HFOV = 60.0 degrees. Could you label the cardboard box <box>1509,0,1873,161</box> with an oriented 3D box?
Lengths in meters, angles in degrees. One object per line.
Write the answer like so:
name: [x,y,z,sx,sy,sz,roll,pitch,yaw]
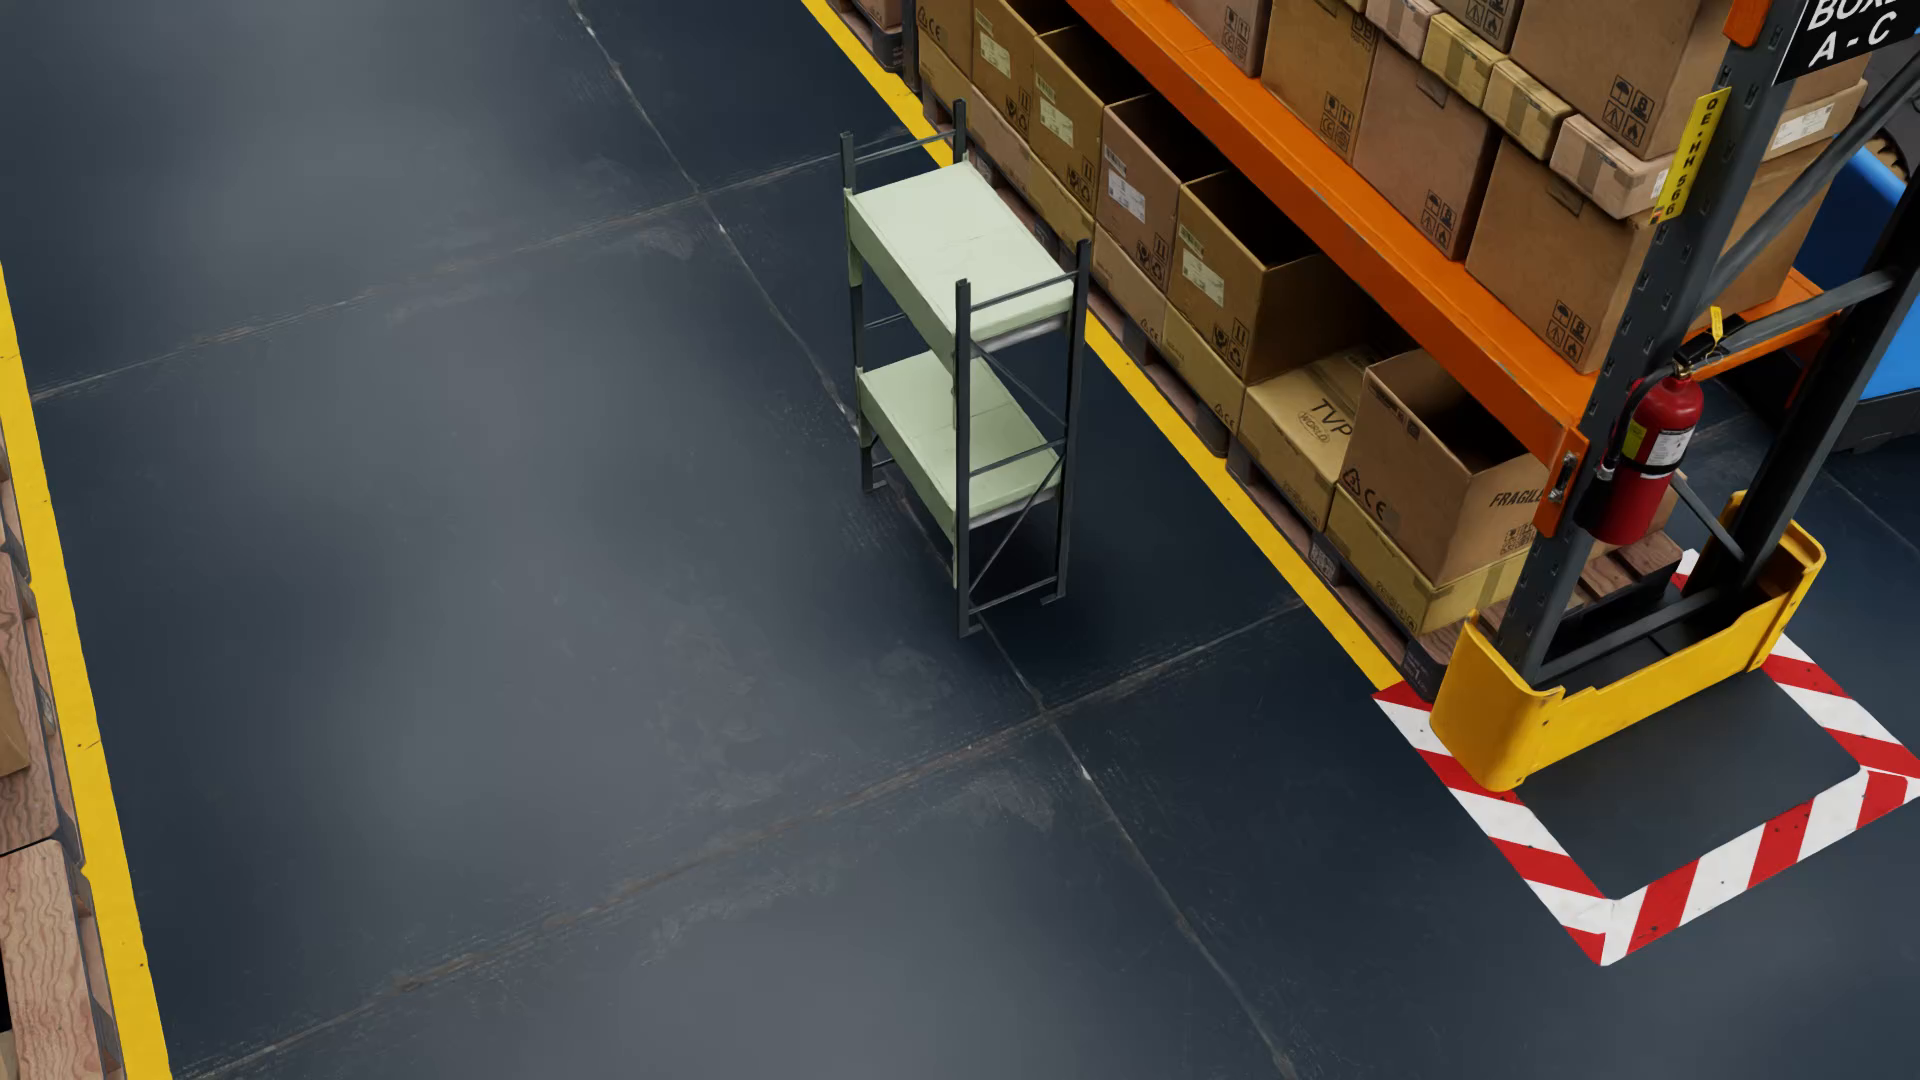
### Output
cardboard box: [1.817,-1.344,4.005,0.700,0.500,0.500,-21,52,-17]

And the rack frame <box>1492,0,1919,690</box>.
rack frame: [2.044,-0.532,4.223,1.000,3.000,0.127,-21,52,-18]

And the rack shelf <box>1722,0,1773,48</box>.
rack shelf: [1.129,-2.621,4.535,1.077,0.370,4.000,-21,52,-18]

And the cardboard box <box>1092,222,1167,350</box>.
cardboard box: [0.839,-1.022,6.199,0.500,0.250,0.500,-21,52,-18]

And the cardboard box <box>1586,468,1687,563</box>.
cardboard box: [1.996,-0.201,5.480,0.500,0.250,0.500,-21,52,-18]

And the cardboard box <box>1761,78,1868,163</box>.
cardboard box: [2.056,-1.115,4.235,0.380,0.149,0.250,-22,52,-18]

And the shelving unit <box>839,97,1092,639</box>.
shelving unit: [0.003,-0.489,5.182,0.431,1.500,0.755,-21,52,-18]

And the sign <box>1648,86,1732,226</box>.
sign: [1.555,-0.814,3.542,0.100,0.325,0.005,-21,52,-18]

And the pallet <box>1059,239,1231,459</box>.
pallet: [1.102,-0.927,6.420,1.003,0.211,1.213,-21,52,-18]

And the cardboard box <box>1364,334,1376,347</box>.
cardboard box: [1.536,-0.869,6.065,0.500,0.250,0.500,-21,52,-18]

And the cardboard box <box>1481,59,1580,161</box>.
cardboard box: [1.579,-1.143,4.260,0.380,0.149,0.250,-20,52,-17]

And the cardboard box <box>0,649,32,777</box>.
cardboard box: [-3.148,0.471,4.714,0.700,0.500,0.500,-24,53,-20]

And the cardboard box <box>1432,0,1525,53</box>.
cardboard box: [1.572,-1.695,4.311,0.700,0.500,0.500,-22,53,-18]

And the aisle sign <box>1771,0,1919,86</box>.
aisle sign: [1.813,-1.243,3.117,0.394,0.787,0.004,-21,52,-18]

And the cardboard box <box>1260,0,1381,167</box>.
cardboard box: [1.375,-1.566,5.060,0.700,0.500,0.500,-21,52,-17]

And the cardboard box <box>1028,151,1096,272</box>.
cardboard box: [0.605,-1.355,6.490,0.500,0.250,0.500,-21,52,-18]

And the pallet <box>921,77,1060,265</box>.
pallet: [0.540,-1.745,7.136,1.003,0.211,1.213,-21,52,-18]

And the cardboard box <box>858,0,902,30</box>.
cardboard box: [-0.234,-2.620,7.596,0.500,0.250,0.500,-22,52,-18]

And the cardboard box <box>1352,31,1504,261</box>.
cardboard box: [1.597,-1.232,4.768,0.700,0.500,0.500,-20,52,-17]

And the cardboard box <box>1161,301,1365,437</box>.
cardboard box: [1.066,-0.687,5.906,0.500,0.250,0.500,-21,52,-18]

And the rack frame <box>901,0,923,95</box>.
rack frame: [0.213,-3.209,6.564,1.000,3.000,0.127,-21,52,-18]

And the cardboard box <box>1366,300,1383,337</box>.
cardboard box: [1.525,-1.112,5.779,0.500,0.500,0.500,-21,52,-18]

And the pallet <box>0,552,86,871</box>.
pallet: [-3.288,0.672,5.022,1.003,0.211,1.213,-21,52,-18]

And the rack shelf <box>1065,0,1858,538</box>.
rack shelf: [1.129,-1.634,5.664,1.077,0.370,4.000,-21,52,-18]

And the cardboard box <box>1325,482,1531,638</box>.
cardboard box: [1.536,-0.022,5.324,0.500,0.250,0.500,-21,52,-18]

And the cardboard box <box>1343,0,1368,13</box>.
cardboard box: [1.228,-1.659,4.711,0.380,0.149,0.250,-20,52,-16]

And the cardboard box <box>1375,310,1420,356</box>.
cardboard box: [1.766,-0.782,5.490,0.500,0.500,0.500,-21,52,-18]

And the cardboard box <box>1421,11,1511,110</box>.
cardboard box: [1.461,-1.314,4.410,0.380,0.149,0.250,-22,52,-18]

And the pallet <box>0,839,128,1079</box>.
pallet: [-2.734,1.488,4.308,1.003,0.211,1.213,-21,52,-18]

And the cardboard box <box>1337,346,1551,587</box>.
cardboard box: [1.534,-0.268,5.042,0.500,0.500,0.500,-21,52,-18]

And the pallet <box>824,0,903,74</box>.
pallet: [-0.158,-2.771,8.033,1.003,0.211,1.213,-21,52,-18]

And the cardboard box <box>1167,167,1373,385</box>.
cardboard box: [1.063,-0.933,5.623,0.500,0.500,0.500,-21,52,-18]

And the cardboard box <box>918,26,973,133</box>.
cardboard box: [0.156,-2.027,7.078,0.500,0.250,0.500,-21,52,-18]

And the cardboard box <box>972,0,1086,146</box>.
cardboard box: [0.383,-1.939,6.503,0.500,0.500,0.500,-21,52,-18]

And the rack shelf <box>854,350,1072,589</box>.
rack shelf: [0.003,-0.275,5.427,0.431,0.370,0.720,-21,52,-18]

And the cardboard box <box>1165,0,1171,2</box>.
cardboard box: [0.895,-2.259,5.667,0.700,0.500,0.500,-20,52,-17]

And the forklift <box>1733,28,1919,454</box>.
forklift: [4.333,-1.906,5.470,3.031,2.935,1.130,-12,50,-11]

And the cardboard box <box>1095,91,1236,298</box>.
cardboard box: [0.836,-1.268,5.916,0.500,0.500,0.500,-21,52,-18]

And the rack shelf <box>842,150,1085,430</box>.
rack shelf: [0.003,-0.746,4.888,0.431,0.370,0.720,-21,52,-18]

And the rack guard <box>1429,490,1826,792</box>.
rack guard: [2.055,0.307,5.149,1.175,0.500,0.348,-21,52,-18]

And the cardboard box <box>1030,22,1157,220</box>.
cardboard box: [0.605,-1.602,6.208,0.500,0.500,0.500,-21,52,-18]

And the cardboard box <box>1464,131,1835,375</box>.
cardboard box: [1.842,-0.882,4.462,0.700,0.500,0.500,-21,52,-18]

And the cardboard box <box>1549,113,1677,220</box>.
cardboard box: [1.700,-0.969,4.107,0.380,0.149,0.250,-22,52,-18]

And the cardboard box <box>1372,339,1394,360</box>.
cardboard box: [1.764,-0.534,5.772,0.500,0.250,0.500,-21,52,-18]

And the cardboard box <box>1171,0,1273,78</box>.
cardboard box: [1.131,-1.917,5.368,0.700,0.500,0.500,-20,52,-16]

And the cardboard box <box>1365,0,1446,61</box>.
cardboard box: [1.348,-1.484,4.557,0.380,0.149,0.250,-21,52,-17]

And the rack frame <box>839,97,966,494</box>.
rack frame: [-0.164,-0.734,5.396,0.400,1.500,0.023,-21,52,-18]

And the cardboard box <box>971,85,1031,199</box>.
cardboard box: [0.380,-1.691,6.784,0.500,0.250,0.500,-21,52,-18]

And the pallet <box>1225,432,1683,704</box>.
pallet: [1.657,-0.112,5.707,1.003,0.211,1.213,-21,52,-18]

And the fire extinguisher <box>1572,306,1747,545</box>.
fire extinguisher: [1.685,-0.268,4.043,0.296,0.674,0.183,-21,52,-18]

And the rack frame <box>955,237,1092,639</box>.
rack frame: [0.171,-0.244,4.967,0.400,1.500,0.023,-21,52,-18]

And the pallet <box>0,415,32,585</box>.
pallet: [-3.851,-0.145,5.737,1.003,0.211,1.213,-21,52,-18]

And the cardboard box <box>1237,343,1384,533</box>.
cardboard box: [1.296,-0.353,5.614,0.500,0.250,0.500,-21,52,-18]

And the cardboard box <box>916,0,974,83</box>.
cardboard box: [0.147,-2.271,6.793,0.500,0.500,0.500,-21,52,-18]
